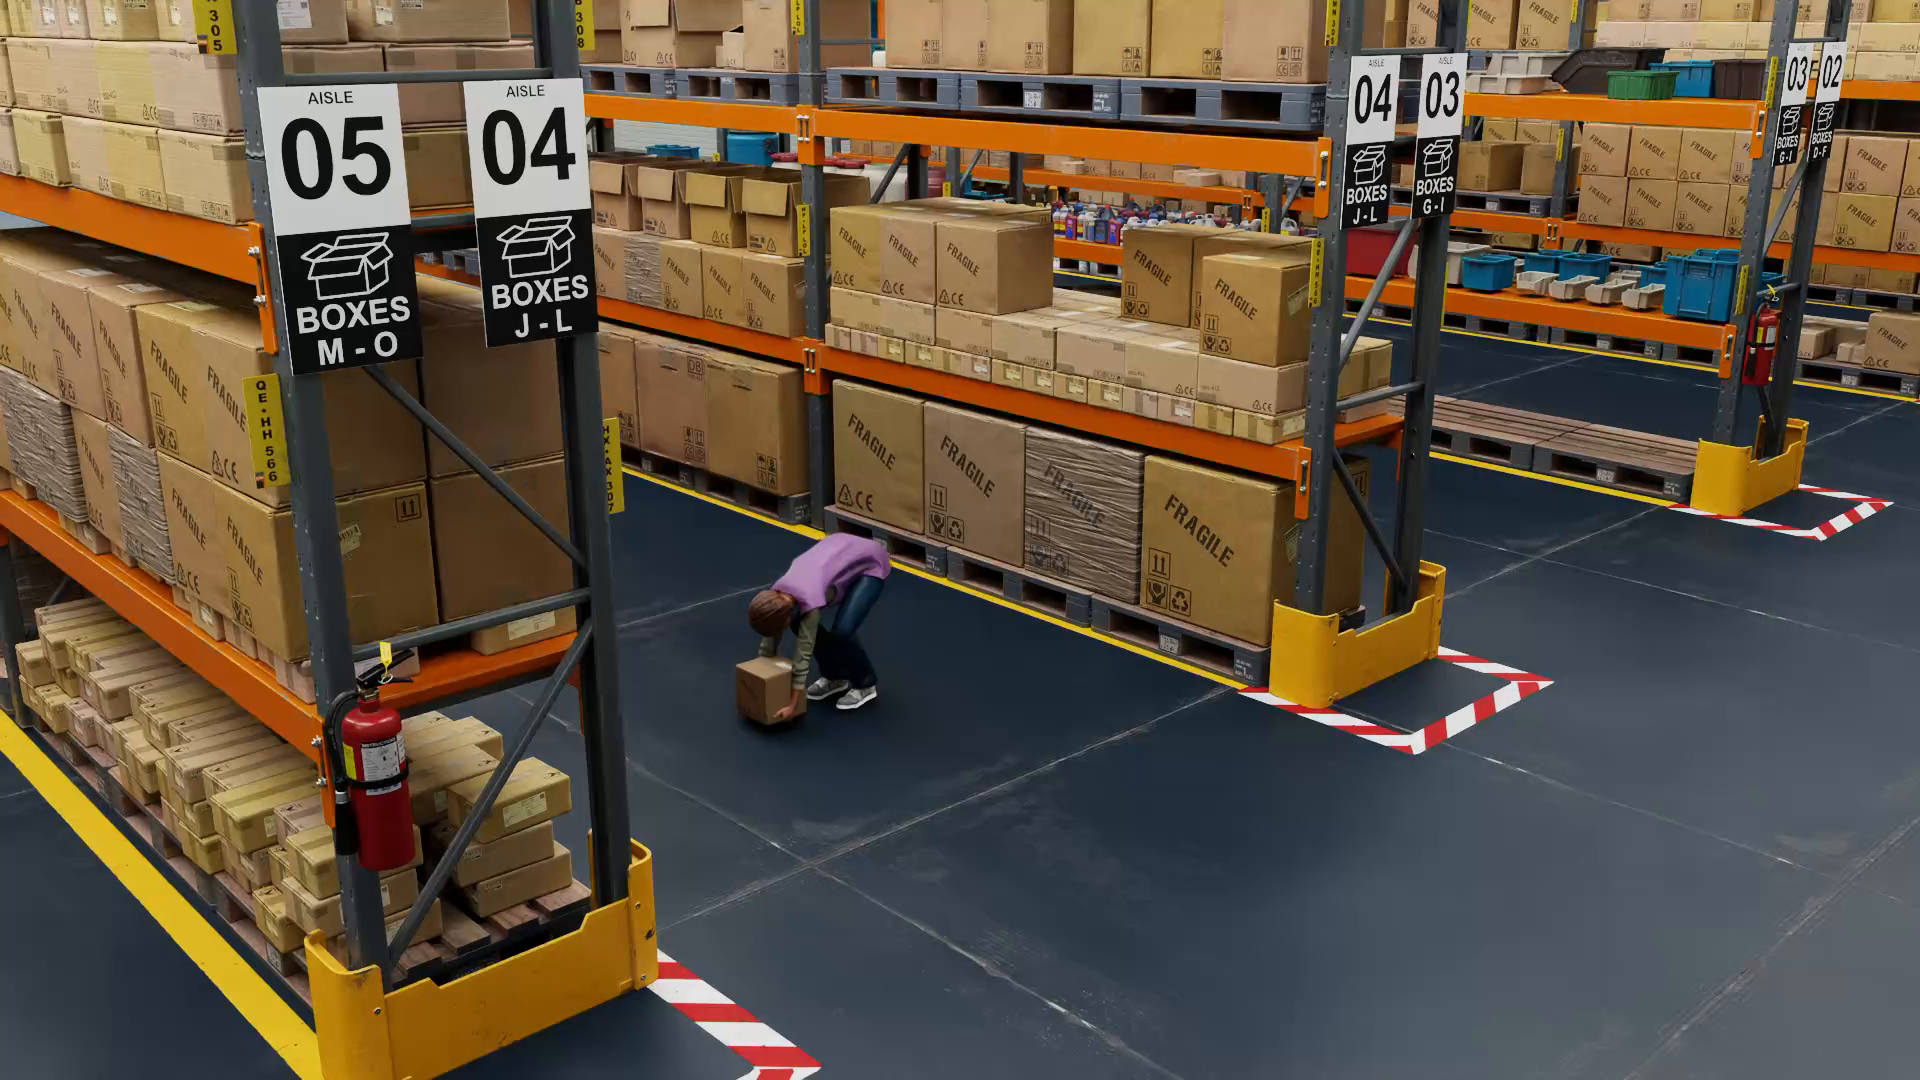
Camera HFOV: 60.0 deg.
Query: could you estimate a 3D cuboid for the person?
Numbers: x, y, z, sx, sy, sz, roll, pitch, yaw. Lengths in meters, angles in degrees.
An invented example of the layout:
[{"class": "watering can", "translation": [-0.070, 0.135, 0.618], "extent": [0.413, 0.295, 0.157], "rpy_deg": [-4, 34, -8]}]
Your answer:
[{"class": "person", "translation": [-0.707, 0.437, 8.385], "extent": [0.420, 0.873, 0.853], "rpy_deg": [16, 24, 41]}]
